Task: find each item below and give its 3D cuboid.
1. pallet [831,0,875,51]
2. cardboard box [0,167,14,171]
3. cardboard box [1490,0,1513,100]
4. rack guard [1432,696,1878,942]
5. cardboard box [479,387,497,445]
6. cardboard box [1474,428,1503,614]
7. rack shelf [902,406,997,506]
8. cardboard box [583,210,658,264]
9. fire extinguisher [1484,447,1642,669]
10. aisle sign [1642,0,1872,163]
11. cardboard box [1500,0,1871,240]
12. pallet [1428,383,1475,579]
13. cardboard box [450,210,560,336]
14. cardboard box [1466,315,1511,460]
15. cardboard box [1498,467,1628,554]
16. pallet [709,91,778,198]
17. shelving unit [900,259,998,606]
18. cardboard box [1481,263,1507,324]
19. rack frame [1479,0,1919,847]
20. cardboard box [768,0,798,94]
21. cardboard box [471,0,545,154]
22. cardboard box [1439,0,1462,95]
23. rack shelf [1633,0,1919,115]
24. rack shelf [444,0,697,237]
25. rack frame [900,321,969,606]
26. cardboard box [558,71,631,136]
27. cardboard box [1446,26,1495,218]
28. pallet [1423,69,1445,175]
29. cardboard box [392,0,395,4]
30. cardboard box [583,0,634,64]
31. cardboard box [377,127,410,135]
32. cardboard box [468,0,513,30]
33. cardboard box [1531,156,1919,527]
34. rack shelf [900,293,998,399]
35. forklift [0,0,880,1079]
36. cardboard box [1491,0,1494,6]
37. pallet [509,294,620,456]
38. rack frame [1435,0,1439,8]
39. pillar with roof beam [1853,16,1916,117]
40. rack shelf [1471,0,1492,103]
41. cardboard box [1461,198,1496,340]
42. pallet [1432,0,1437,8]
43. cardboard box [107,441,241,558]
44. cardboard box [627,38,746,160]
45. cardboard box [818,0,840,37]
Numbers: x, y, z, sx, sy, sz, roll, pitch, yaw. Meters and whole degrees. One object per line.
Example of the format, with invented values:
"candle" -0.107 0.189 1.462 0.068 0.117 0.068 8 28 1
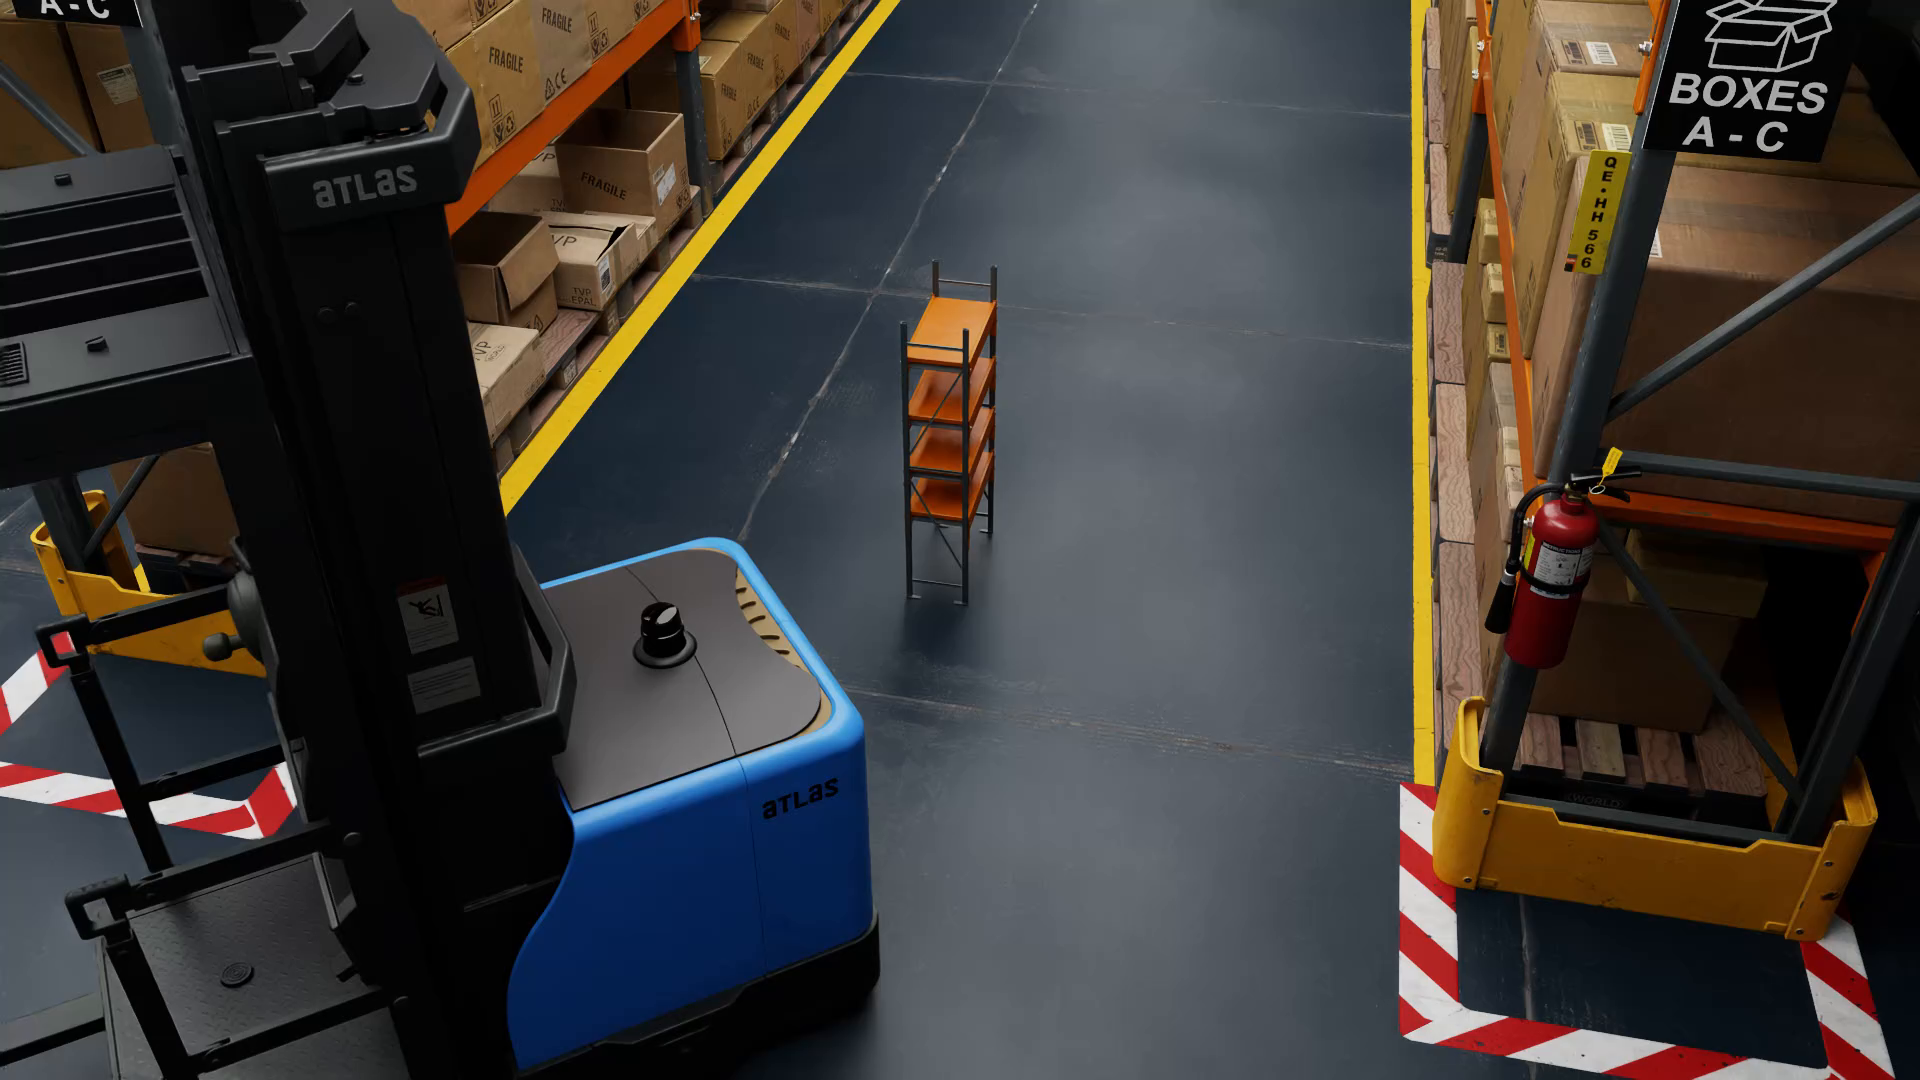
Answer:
"pallet" -1.218 -3.821 11.842 1.003 0.211 1.213 7 37 10
"cardboard box" -2.901 -1.119 5.652 0.500 0.500 0.500 8 37 11
"cardboard box" 2.832 -2.274 7.076 0.980 0.700 0.700 8 37 11
"rack guard" 2.104 0.858 5.141 1.175 0.500 0.348 7 37 10
"cardboard box" -2.231 -0.415 6.734 0.500 0.250 0.500 7 37 10
"cardboard box" 2.268 -0.027 6.003 0.700 0.500 0.500 7 37 10
"rack shelf" -0.035 -0.336 6.306 0.258 0.148 0.480 7 37 10
"cardboard box" -1.742 -1.519 8.345 0.380 0.149 0.250 7 37 10
"fire extinguisher" 1.626 0.043 4.519 0.296 0.674 0.183 7 37 10
"aisle sign" 1.801 -1.217 3.658 0.394 0.787 0.004 7 37 10
"cardboard box" 2.525 -1.438 5.922 0.980 0.700 0.700 6 36 8
"pallet" 2.467 -0.205 6.853 1.003 0.211 1.213 7 37 10
"cardboard box" -2.273 -1.170 7.561 0.797 0.503 0.637 7 37 10
"cardboard box" 2.482 -0.622 6.824 0.700 0.500 0.500 8 37 11
"cardboard box" 2.011 -0.099 5.550 0.380 0.149 0.250 7 37 9
"pallet" -1.740 -2.422 9.912 1.003 0.211 1.213 7 37 10
"shelving unit" -0.035 -0.391 6.267 0.258 1.200 0.503 7 37 10
"cardboard box" 2.341 -0.994 6.784 0.380 0.149 0.250 6 36 9
"rack frame" 2.109 -0.168 4.426 1.000 3.000 0.127 7 37 10
"cardboard box" -1.318 -3.086 10.207 0.500 0.500 0.500 8 37 11
"cardboard box" -2.055 -1.919 6.757 0.500 0.500 0.500 8 37 11
"cardboard box" 3.340 -3.148 10.011 0.750 0.750 0.750 7 37 10
"rack shelf" 2.537 -2.238 5.339 1.077 0.370 4.000 7 37 10
"rack shelf" -2.304 -1.642 7.073 1.077 0.370 4.000 7 37 10
"rack frame" -0.087 -0.251 6.074 0.240 1.200 0.015 7 37 10
"cardboard box" -2.051 -2.565 9.488 0.500 0.500 0.500 7 37 10
"cardboard box" 2.976 -2.150 8.635 0.750 0.750 0.750 8 37 11
"pallet" 3.313 -2.486 10.000 1.003 0.211 1.213 7 37 10
"cardboard box" -2.274 -1.754 5.677 0.500 0.500 0.500 8 37 10
"cardboard box" -1.841 -2.506 7.567 0.500 0.500 0.500 8 37 11
"cardboard box" -2.273 -1.345 5.965 0.500 0.500 0.500 7 37 10
"cardboard box" -2.055 -2.332 6.474 0.500 0.500 0.500 7 37 10
"cardboard box" 2.209 -0.583 4.743 0.980 0.700 0.700 9 37 12
"rack shelf" -0.035 -0.709 6.036 0.258 0.148 0.480 7 37 10
"forklift" -1.783 0.302 3.836 3.031 2.935 1.130 -17 39 -22
"cardboard box" 2.759 -2.597 7.975 0.380 0.149 0.250 8 37 10
"pallet" -2.282 -0.856 7.751 1.003 0.211 1.213 7 37 10
"rack frame" 3.818 -4.755 10.754 1.000 3.000 0.127 7 37 10
"pillar with roof beam" -0.546 -4.921 5.871 9.100 9.000 0.400 7 37 10
"rack shelf" 3.391 -3.317 9.383 1.077 0.370 4.000 7 37 10
"cardboard box" 2.704 -1.204 7.627 0.700 0.500 0.500 8 37 11
"pallet" 3.987 -4.074 12.191 1.003 0.211 1.213 7 37 10
"cardboard box" -2.855 -0.296 6.357 0.500 0.500 0.500 7 37 10
"cardboard box" -1.535 -2.493 9.389 0.500 0.500 0.500 6 36 8
"cardboard box" -1.103 -3.677 11.023 0.500 0.500 0.500 6 36 8
